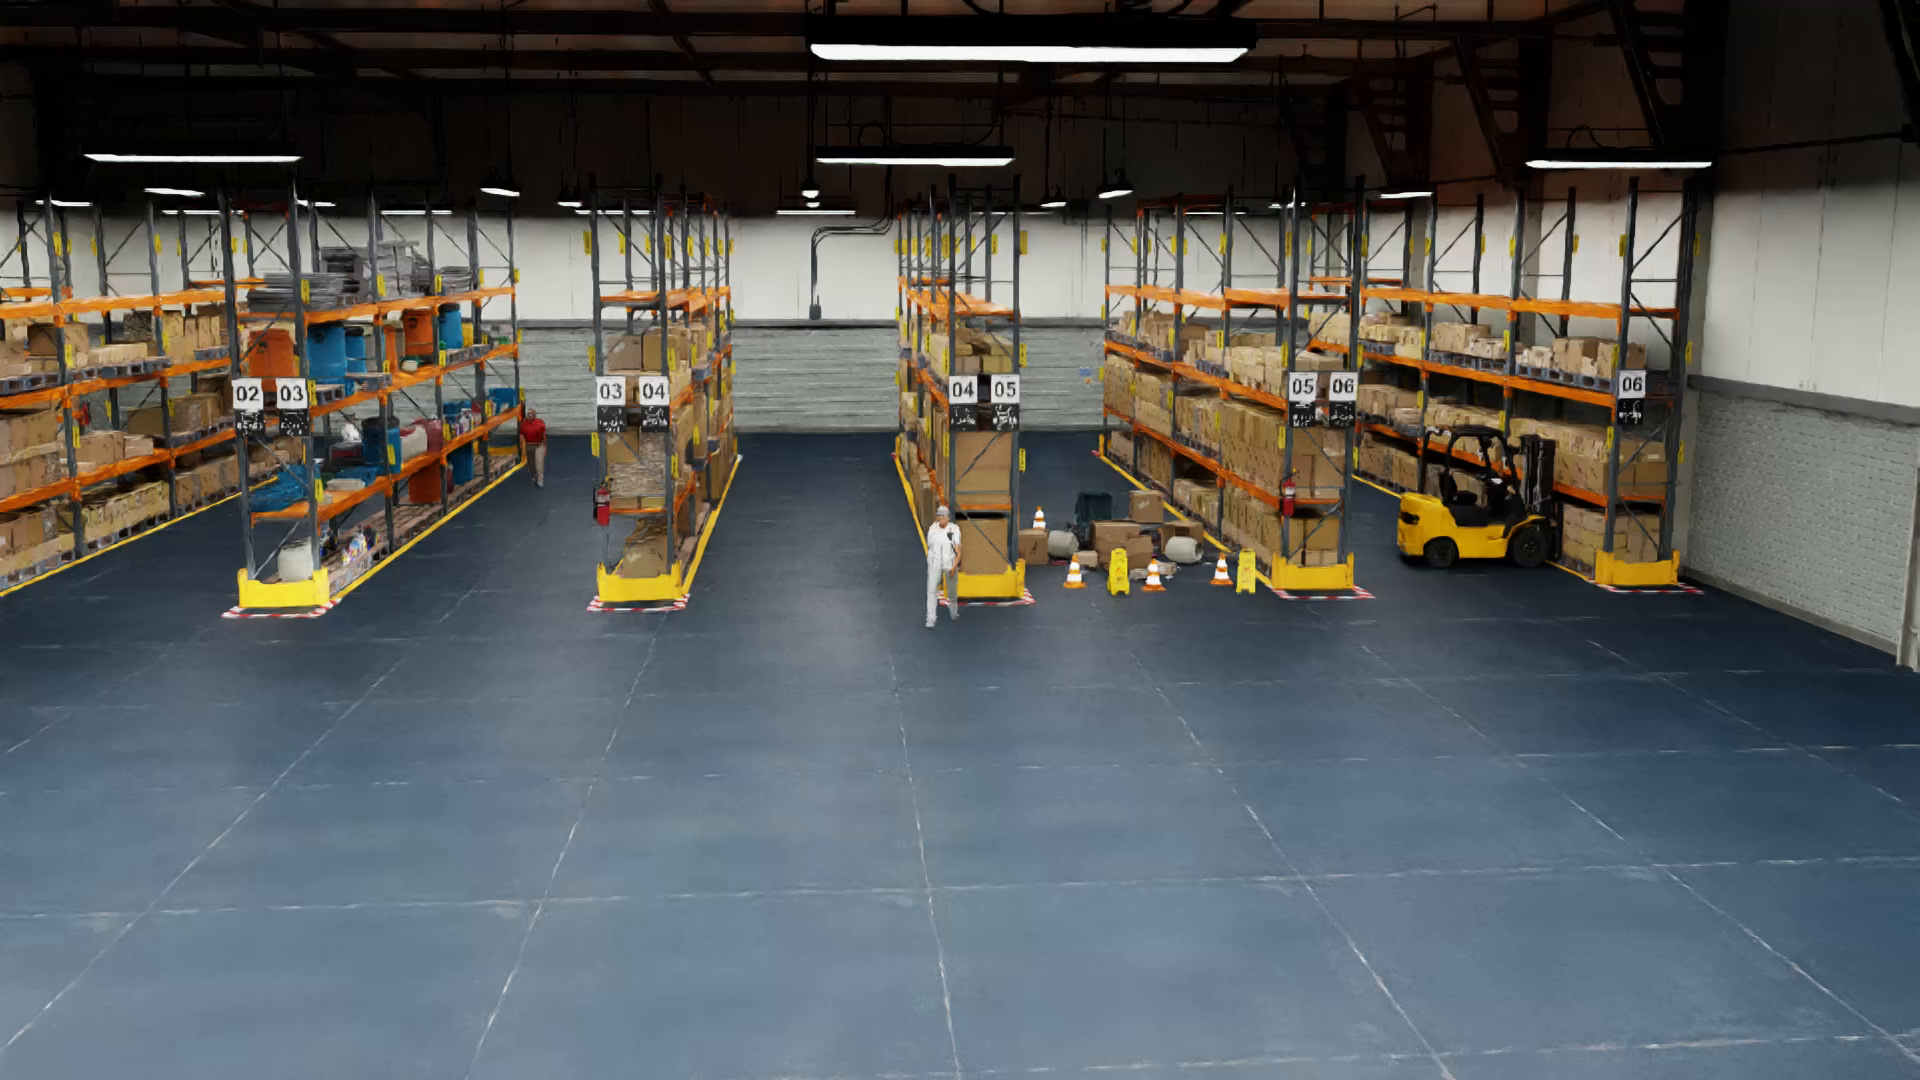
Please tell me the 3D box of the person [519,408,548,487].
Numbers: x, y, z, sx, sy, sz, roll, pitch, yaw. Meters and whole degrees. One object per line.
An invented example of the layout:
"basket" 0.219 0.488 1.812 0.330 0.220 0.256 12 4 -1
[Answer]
"person" -8.970 -1.960 34.934 0.547 1.641 1.115 -1 10 -6

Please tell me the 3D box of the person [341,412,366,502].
"person" -11.999 -1.657 32.964 0.476 1.759 0.593 -7 12 -35

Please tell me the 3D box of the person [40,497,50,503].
"person" -16.762 -1.112 30.116 0.719 1.714 0.578 -1 10 -5

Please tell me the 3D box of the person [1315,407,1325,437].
"person" 7.763 -2.237 36.224 0.519 1.811 0.610 2 10 11

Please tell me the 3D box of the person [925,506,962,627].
"person" -0.210 0.325 22.189 0.475 1.597 1.003 1 10 4
